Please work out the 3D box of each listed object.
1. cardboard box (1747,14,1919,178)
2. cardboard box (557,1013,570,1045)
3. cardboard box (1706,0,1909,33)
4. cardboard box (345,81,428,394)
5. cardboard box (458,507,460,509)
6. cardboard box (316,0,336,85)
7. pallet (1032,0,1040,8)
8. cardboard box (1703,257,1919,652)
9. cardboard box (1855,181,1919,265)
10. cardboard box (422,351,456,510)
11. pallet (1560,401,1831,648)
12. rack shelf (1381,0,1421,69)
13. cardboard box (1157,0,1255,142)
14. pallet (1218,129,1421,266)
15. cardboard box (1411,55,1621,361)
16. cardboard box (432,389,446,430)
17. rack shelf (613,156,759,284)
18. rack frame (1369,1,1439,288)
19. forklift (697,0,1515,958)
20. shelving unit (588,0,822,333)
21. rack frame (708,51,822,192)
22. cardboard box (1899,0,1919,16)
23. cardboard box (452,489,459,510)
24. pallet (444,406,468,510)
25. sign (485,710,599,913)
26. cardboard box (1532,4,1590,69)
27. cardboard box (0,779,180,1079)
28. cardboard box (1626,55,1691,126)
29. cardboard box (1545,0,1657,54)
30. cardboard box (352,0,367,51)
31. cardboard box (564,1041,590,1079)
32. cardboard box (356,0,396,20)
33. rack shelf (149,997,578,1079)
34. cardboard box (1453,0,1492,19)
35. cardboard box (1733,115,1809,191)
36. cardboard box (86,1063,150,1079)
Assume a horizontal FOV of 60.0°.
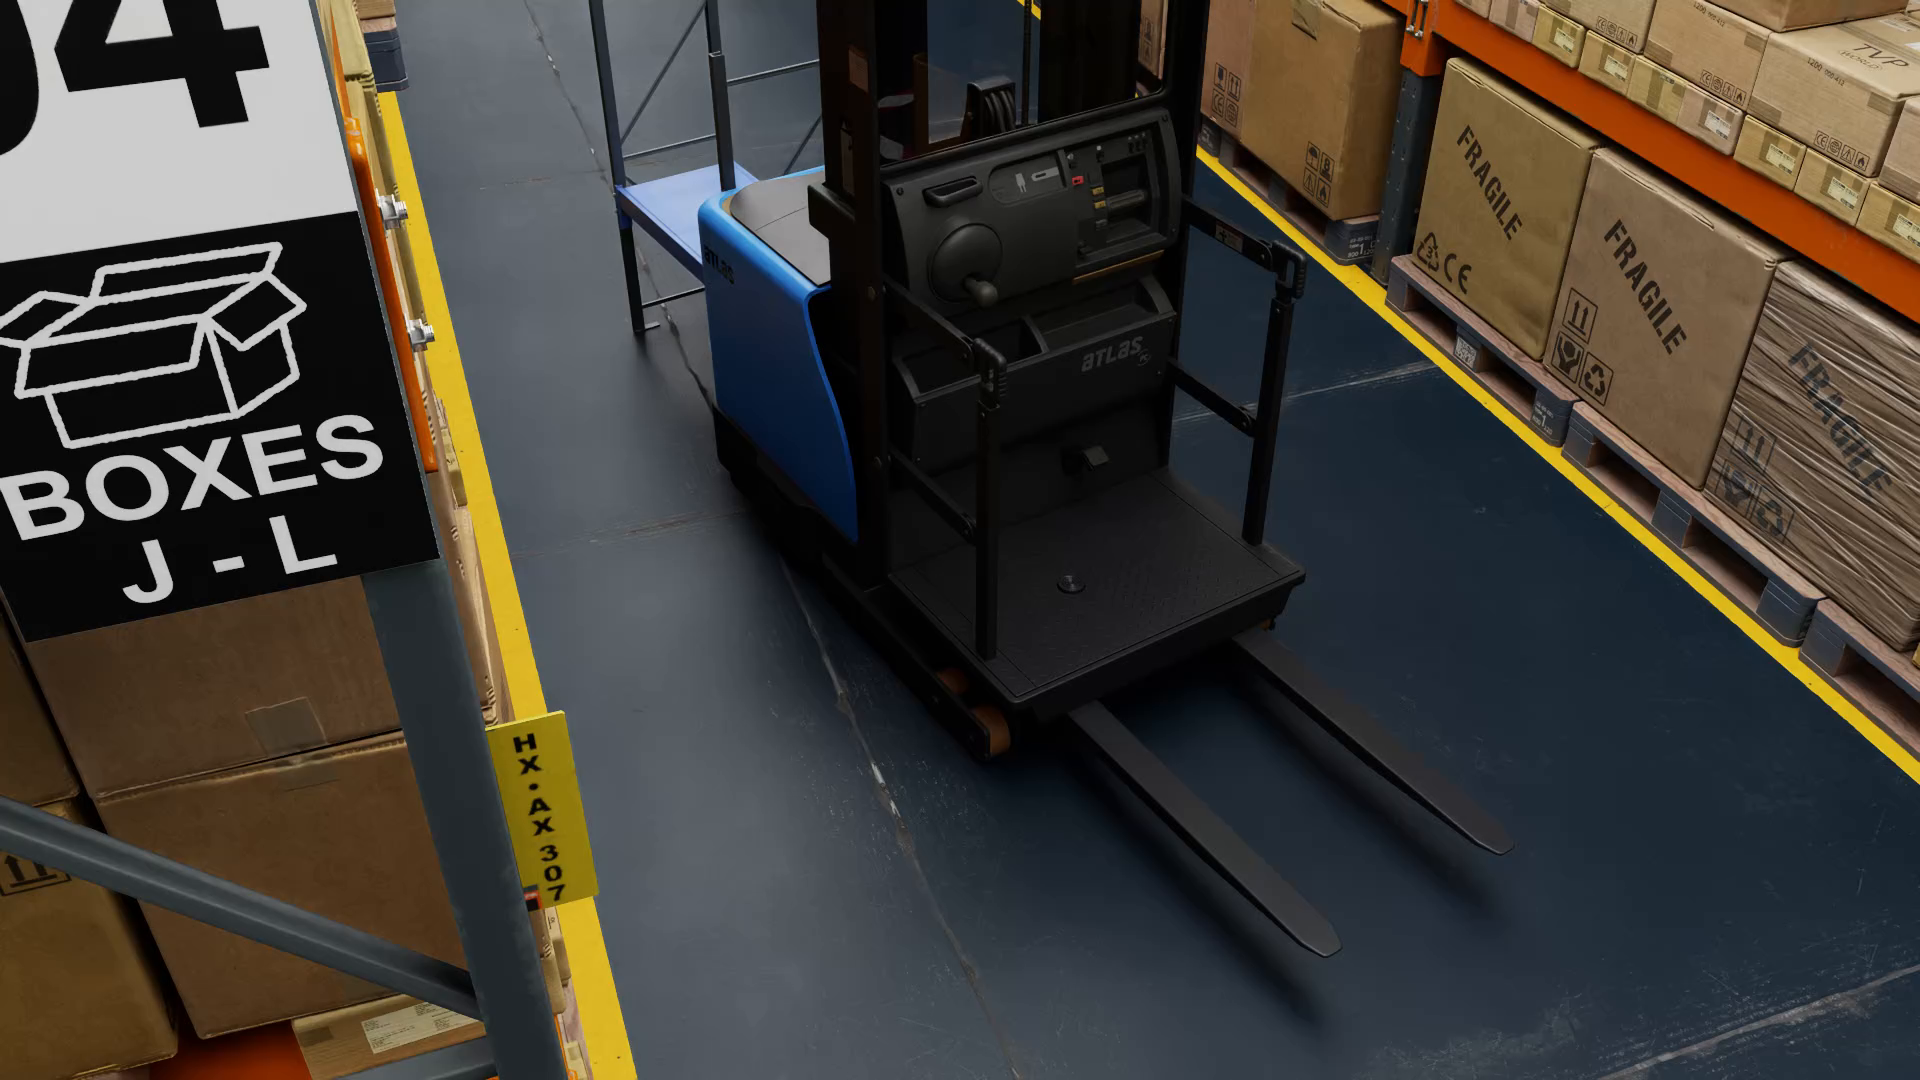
[{"bbox_3d":[2.712,-1.311,4.875,0.500,0.250,0.500,-12,39,-16],"label":"cardboard box"},{"bbox_3d":[-1.012,1.140,3.516,0.380,0.149,0.250,-13,39,-16],"label":"cardboard box"},{"bbox_3d":[2.554,-1.888,5.018,0.500,0.500,0.500,-14,39,-17],"label":"cardboard box"},{"bbox_3d":[-1.116,-0.347,2.556,0.500,0.500,0.500,-11,38,-15],"label":"cardboard box"},{"bbox_3d":[-1.791,-0.034,5.322,0.380,0.149,0.250,-14,39,-17],"label":"cardboard box"},{"bbox_3d":[-0.946,-0.641,1.740,0.500,0.250,0.500,-11,38,-14],"label":"cardboard box"},{"bbox_3d":[1.108,-3.111,9.704,1.003,0.211,1.213,-12,39,-16],"label":"pallet"},{"bbox_3d":[3.052,-0.344,5.131,0.875,0.875,0.875,-12,39,-16],"label":"cardboard box"},{"bbox_3d":[2.786,-0.922,4.690,0.380,0.149,0.250,-12,39,-16],"label":"cardboard box"},{"bbox_3d":[-1.291,-0.242,3.248,0.500,0.500,0.500,-12,39,-15],"label":"cardboard box"},{"bbox_3d":[2.896,-0.176,5.808,1.003,0.211,1.213,-12,39,-16],"label":"pallet"},{"bbox_3d":[1.596,-3.268,8.194,1.077,0.370,4.000,-12,39,-16],"label":"rack shelf"},{"bbox_3d":[1.737,-2.607,8.135,1.225,0.875,0.875,-14,39,-18],"label":"cardboard box"},{"bbox_3d":[1.948,-1.732,7.874,1.003,0.211,1.213,-12,39,-16],"label":"pallet"},{"bbox_3d":[2.436,-1.355,6.473,0.875,0.875,0.875,-12,39,-16],"label":"cardboard box"},{"bbox_3d":[-1.896,-0.341,5.483,0.380,0.149,0.250,-14,39,-18],"label":"cardboard box"},{"bbox_3d":[-0.865,-1.144,6.321,0.538,0.185,1.000,-21,42,-26],"label":"rack shelf"},{"bbox_3d":[2.284,-2.426,6.477,1.000,3.000,0.127,-12,39,-16],"label":"rack frame"},{"bbox_3d":[0.343,-0.852,4.446,1.130,2.935,3.031,-21,42,-26],"label":"forklift"},{"bbox_3d":[-0.865,-1.288,6.213,0.538,1.500,1.048,-21,42,-26],"label":"shelving unit"},{"bbox_3d":[-0.588,-1.031,5.872,0.500,1.500,0.032,-21,42,-26],"label":"rack frame"},{"bbox_3d":[3.039,-1.710,5.404,0.500,0.250,0.500,-12,39,-15],"label":"cardboard box"},{"bbox_3d":[-1.627,-0.004,4.788,0.380,0.149,0.250,-14,39,-18],"label":"cardboard box"},{"bbox_3d":[-2.143,0.030,5.535,1.003,0.211,1.213,-12,39,-16],"label":"pallet"},{"bbox_3d":[-0.522,0.345,2.079,0.100,0.325,0.005,-12,39,-16],"label":"sign"},{"bbox_3d":[2.255,-1.792,5.845,0.380,0.149,0.250,-11,38,-14],"label":"cardboard box"},{"bbox_3d":[-1.428,0.444,2.337,0.500,0.500,0.500,-12,39,-15],"label":"cardboard box"},{"bbox_3d":[2.435,-1.500,5.457,0.380,0.149,0.250,-13,39,-17],"label":"cardboard box"},{"bbox_3d":[2.366,-1.883,5.634,0.500,0.250,0.500,-13,39,-16],"label":"cardboard box"},{"bbox_3d":[-1.453,-0.932,3.333,0.500,0.500,0.500,-14,39,-17],"label":"cardboard box"},{"bbox_3d":[-0.893,1.171,3.229,0.380,0.149,0.250,-14,39,-18],"label":"cardboard box"},{"bbox_3d":[-2.112,-1.841,5.561,0.380,0.149,0.250,-14,39,-18],"label":"cardboard box"},{"bbox_3d":[-1.720,-0.039,3.906,1.077,0.370,4.000,-12,39,-16],"label":"rack shelf"},{"bbox_3d":[2.073,-2.090,6.240,0.380,0.149,0.250,-12,39,-16],"label":"cardboard box"},{"bbox_3d":[2.611,-1.209,5.071,0.380,0.149,0.250,-14,39,-17],"label":"cardboard box"},{"bbox_3d":[-1.409,0.778,2.432,0.380,0.149,0.250,-12,39,-16],"label":"cardboard box"}]
